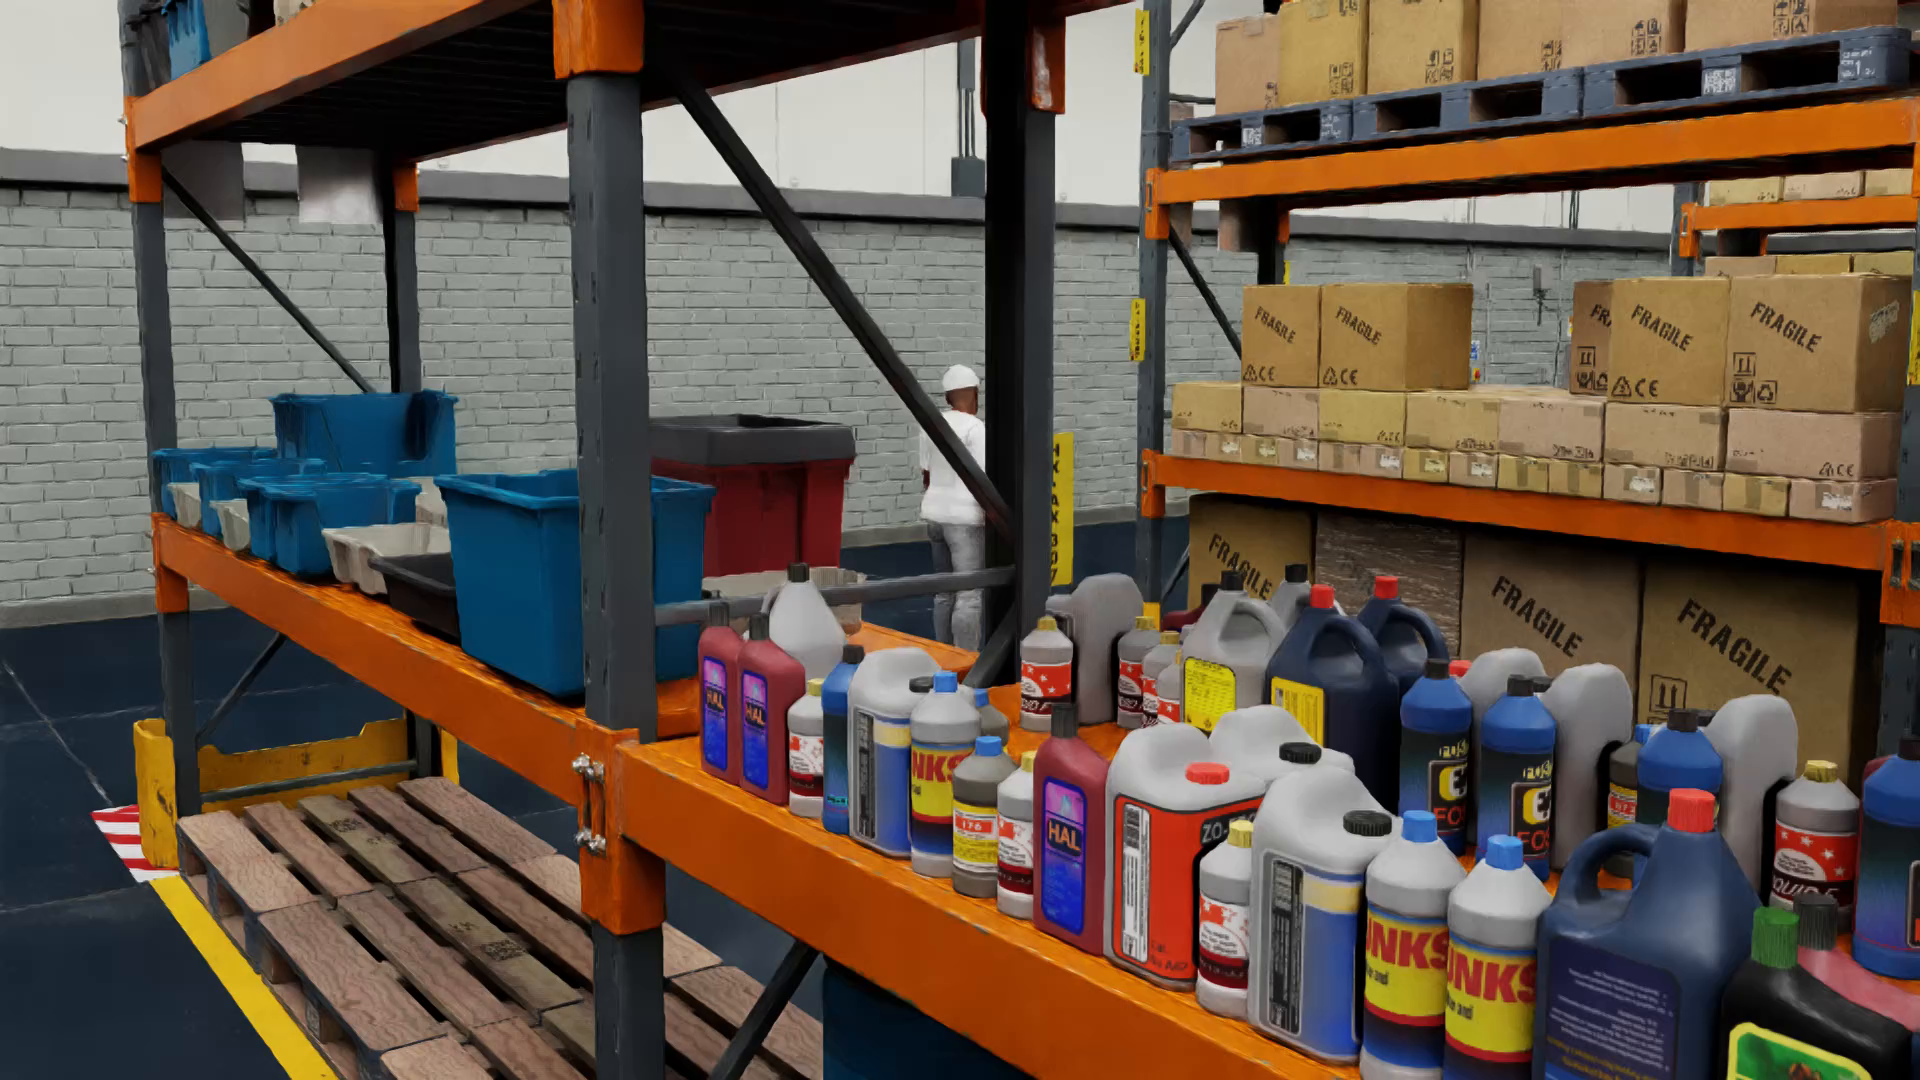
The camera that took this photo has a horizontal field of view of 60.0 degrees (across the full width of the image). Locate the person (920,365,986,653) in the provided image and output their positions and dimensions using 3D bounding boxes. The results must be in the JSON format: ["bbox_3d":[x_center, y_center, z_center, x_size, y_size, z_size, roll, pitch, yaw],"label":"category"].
[{"bbox_3d":[0.062,-0.091,9.302,0.489,1.767,0.646,-7,10,-41],"label":"person"}]
